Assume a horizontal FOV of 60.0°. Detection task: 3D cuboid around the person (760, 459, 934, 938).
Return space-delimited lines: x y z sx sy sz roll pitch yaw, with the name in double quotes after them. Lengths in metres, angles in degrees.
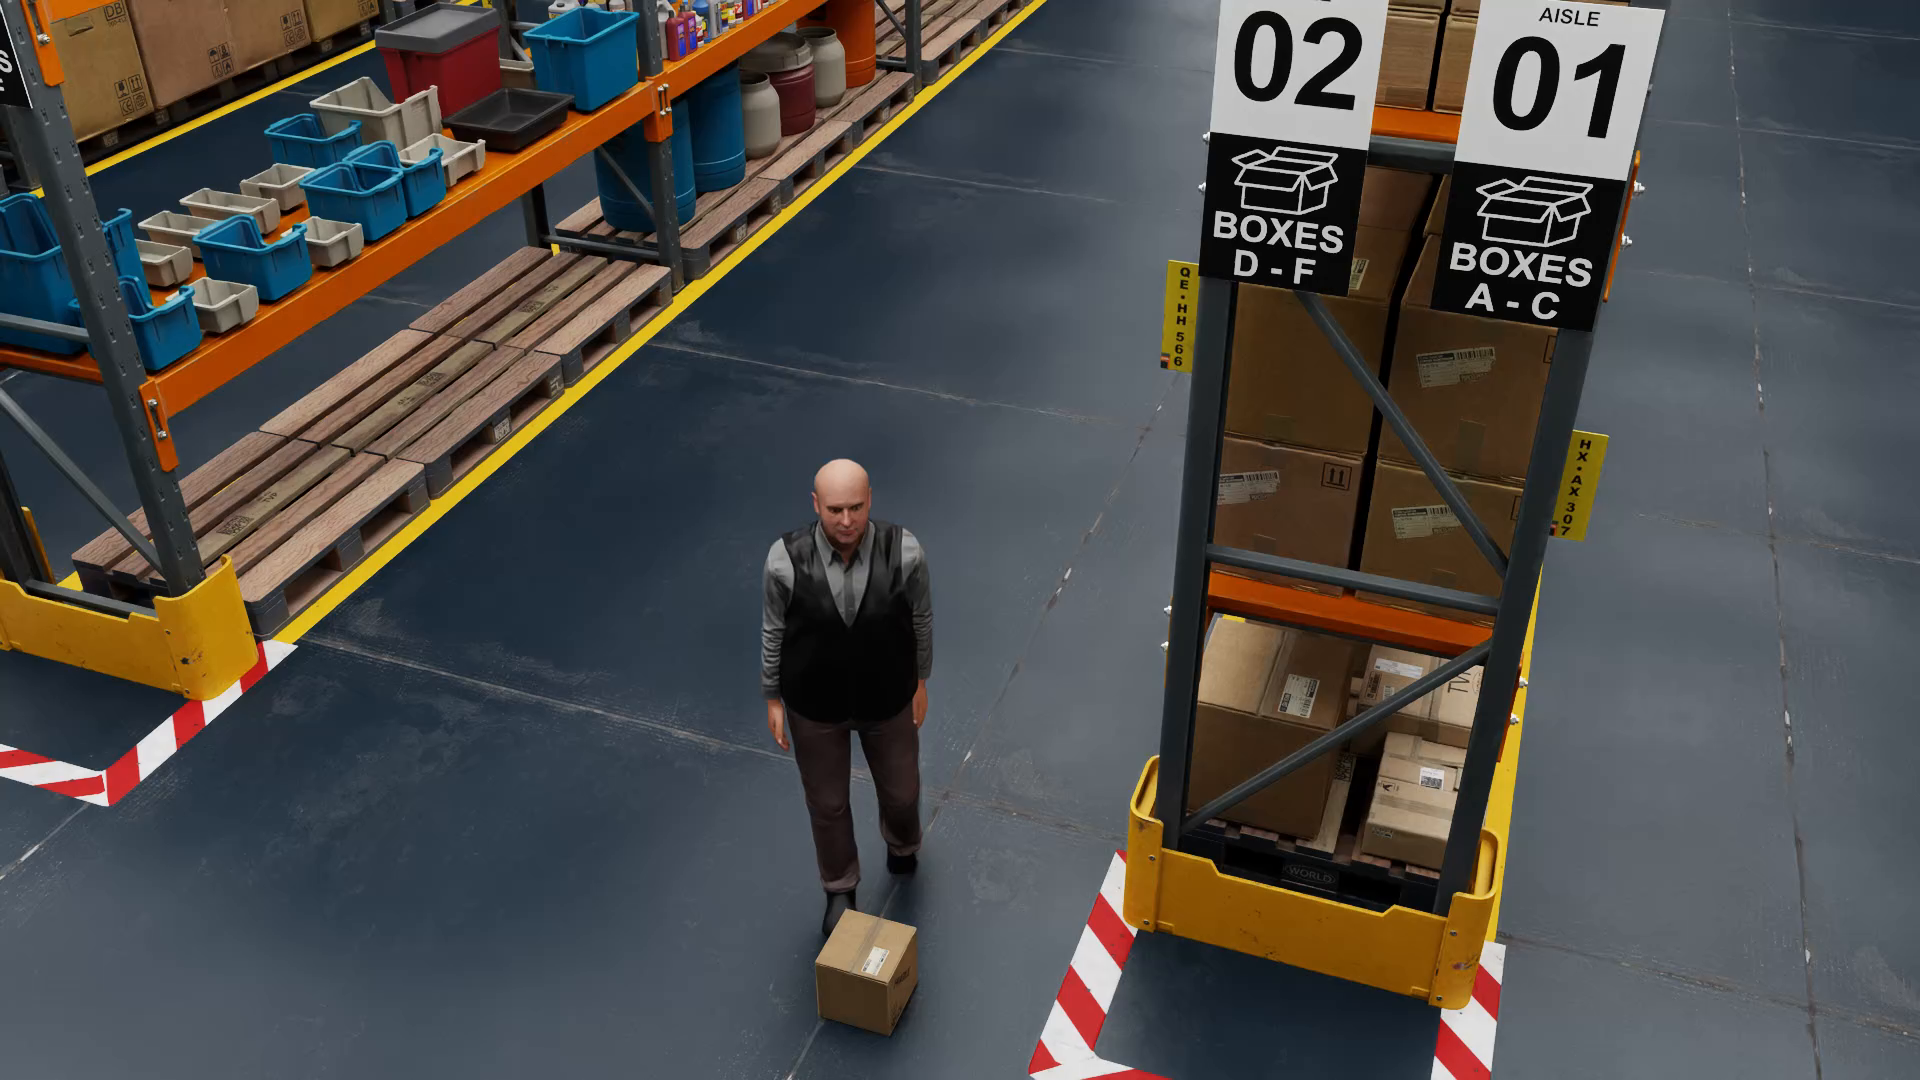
-0.355 0.549 5.379 0.562 1.792 0.516 -4 33 -6 "person"
